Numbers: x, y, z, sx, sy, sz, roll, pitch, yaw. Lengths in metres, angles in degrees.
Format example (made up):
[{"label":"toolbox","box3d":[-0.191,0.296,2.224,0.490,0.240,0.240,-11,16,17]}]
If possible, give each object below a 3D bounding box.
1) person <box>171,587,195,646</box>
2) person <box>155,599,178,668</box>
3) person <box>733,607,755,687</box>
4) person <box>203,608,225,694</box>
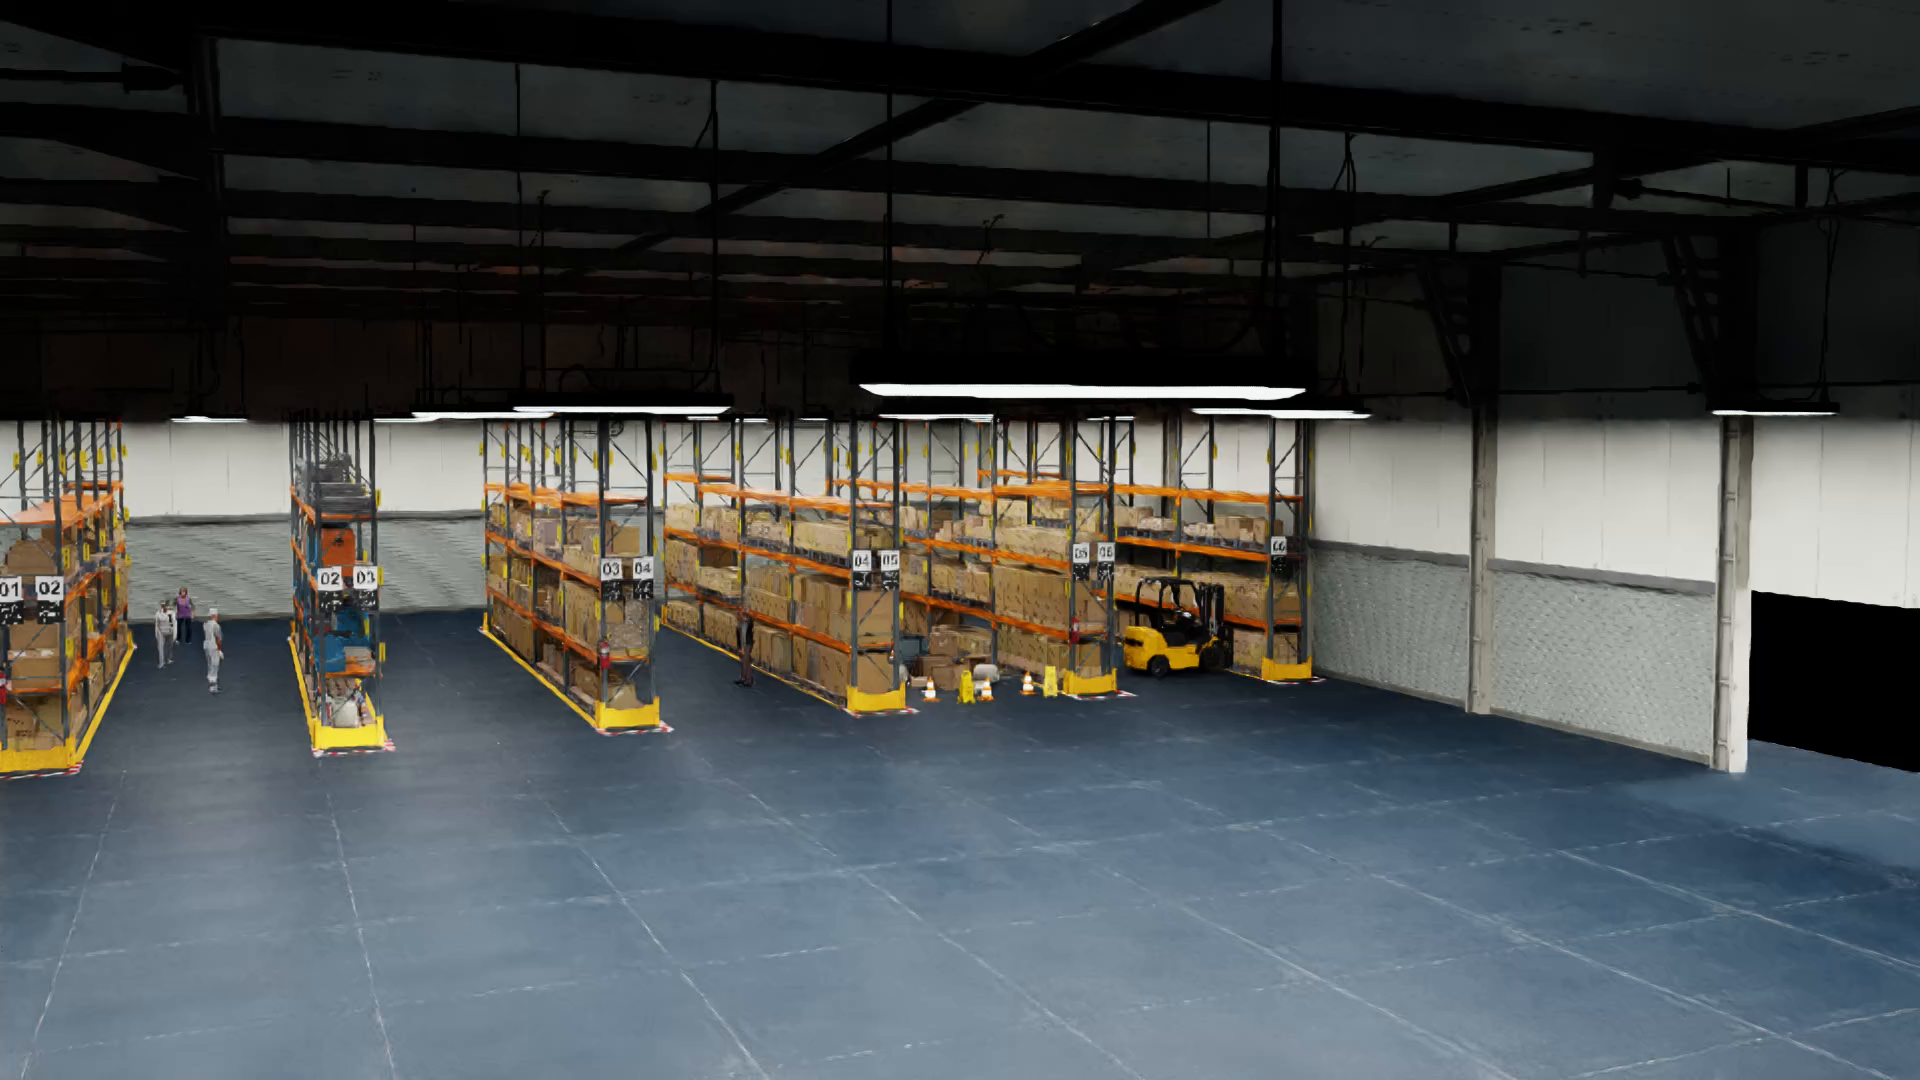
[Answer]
[{"label":"person","box3d":[-19.984,1.967,42.792,0.566,1.534,0.519,-2,4,-26]},{"label":"person","box3d":[-18.643,2.174,39.069,0.488,1.587,1.079,-2,4,-26]},{"label":"person","box3d":[-4.722,2.314,36.208,0.494,1.725,0.578,1,4,8]},{"label":"person","box3d":[-15.795,2.336,35.294,0.629,1.794,0.461,3,5,39]}]
